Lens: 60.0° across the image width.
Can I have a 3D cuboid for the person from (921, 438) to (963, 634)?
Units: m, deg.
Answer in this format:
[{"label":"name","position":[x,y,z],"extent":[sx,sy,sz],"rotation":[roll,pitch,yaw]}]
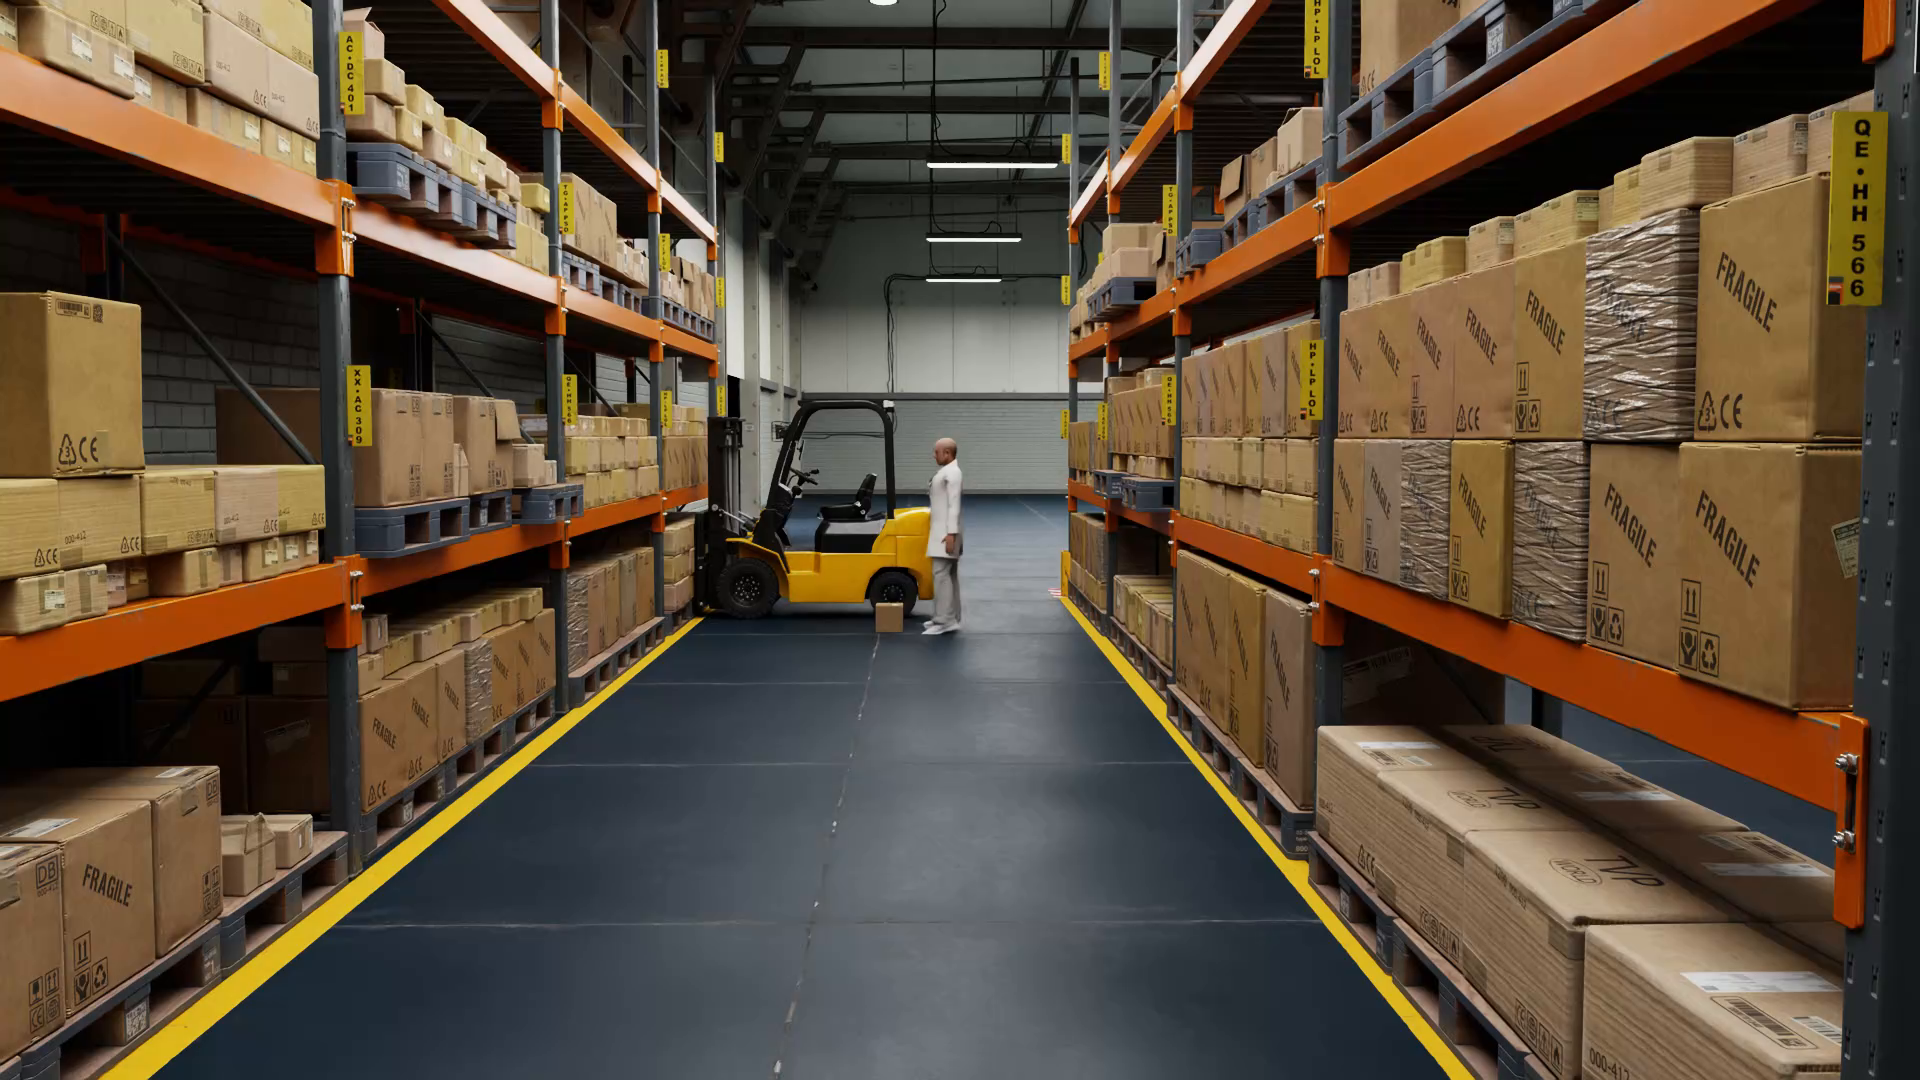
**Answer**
[{"label":"person","position":[-0.174,-0.026,15.370],"extent":[0.409,1.838,0.645],"rotation":[0,4,-2]}]
